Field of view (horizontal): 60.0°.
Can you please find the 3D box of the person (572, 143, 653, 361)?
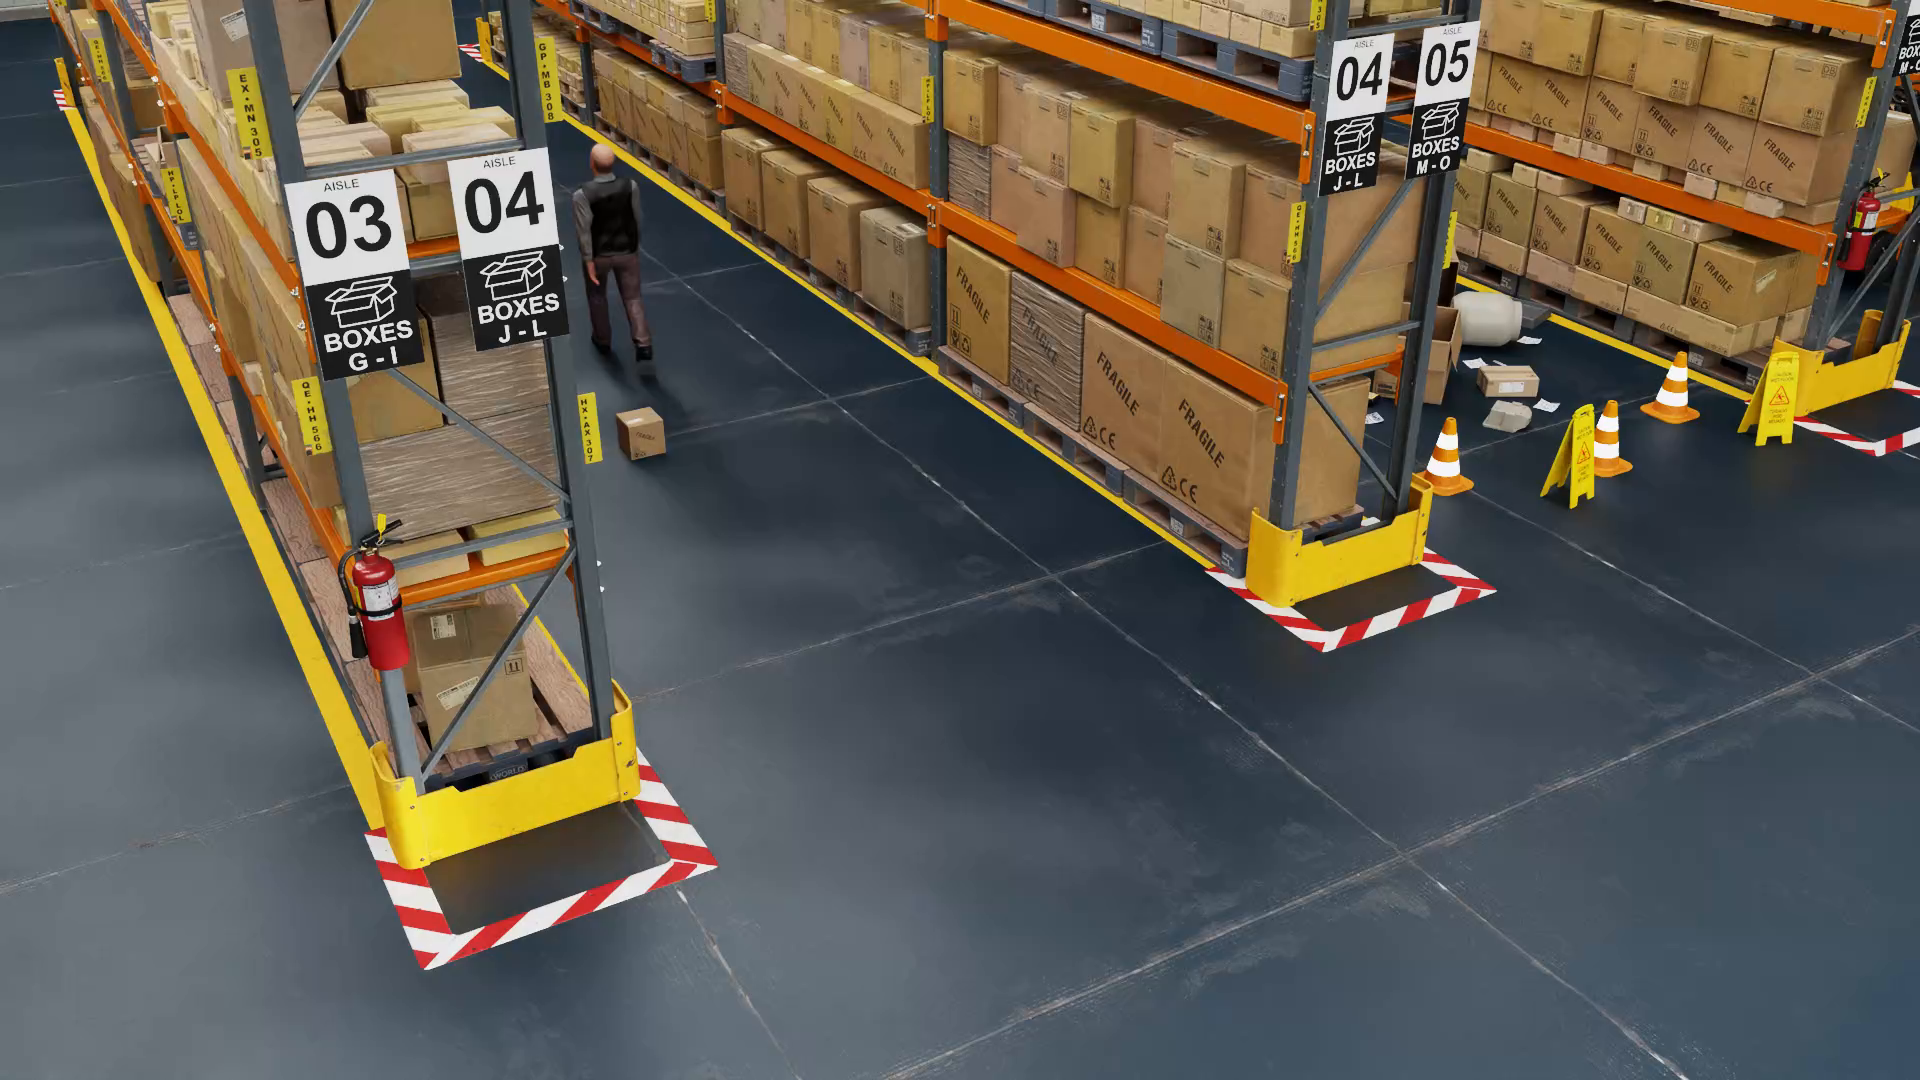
[{"bbox_3d":[-2.618,-2.153,12.503,0.533,1.684,0.942,-12,31,-21],"label":"person"}]
